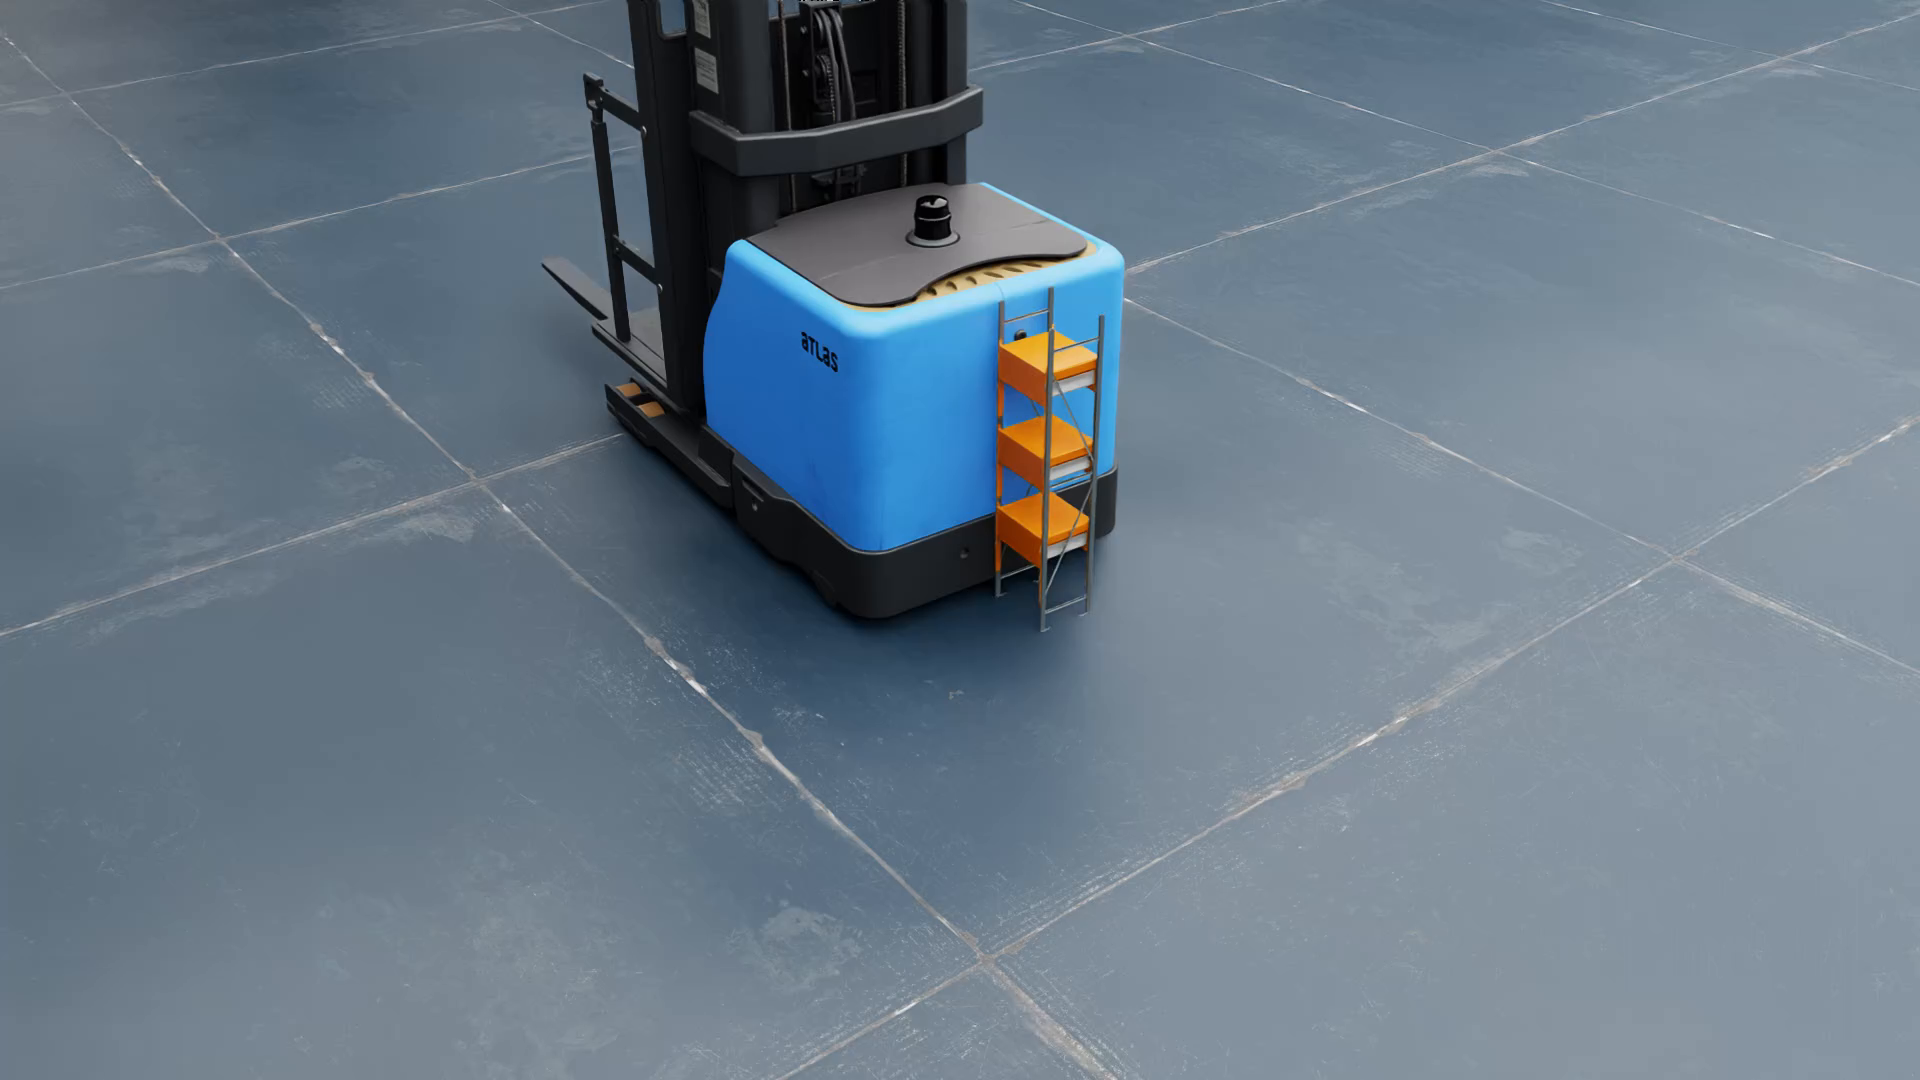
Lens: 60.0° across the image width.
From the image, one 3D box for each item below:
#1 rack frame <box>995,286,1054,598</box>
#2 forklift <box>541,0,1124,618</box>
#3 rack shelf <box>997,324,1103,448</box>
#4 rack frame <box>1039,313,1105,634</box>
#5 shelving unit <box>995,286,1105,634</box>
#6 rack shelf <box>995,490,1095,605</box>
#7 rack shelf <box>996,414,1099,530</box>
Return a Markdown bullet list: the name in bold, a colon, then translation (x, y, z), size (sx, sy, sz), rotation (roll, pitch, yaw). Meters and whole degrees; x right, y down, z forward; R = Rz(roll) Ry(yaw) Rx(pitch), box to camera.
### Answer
- **rack frame**: translation (0.198, -0.286, 5.215), size (0.200, 1.050, 0.008), rotation (-20, 37, -29)
- **forklift**: translation (-0.714, -1.731, 5.759), size (1.130, 2.935, 3.031), rotation (-20, 37, -29)
- **rack shelf**: translation (0.267, -0.464, 4.985), size (0.215, 0.259, 0.240), rotation (-20, 37, -29)
- **rack frame**: translation (0.335, -0.179, 5.043), size (0.200, 1.050, 0.008), rotation (-20, 37, -29)
- **shelving unit**: translation (0.267, -0.232, 5.129), size (0.215, 1.050, 0.252), rotation (-20, 37, -29)
- **rack shelf**: translation (0.267, 0.013, 5.281), size (0.215, 0.259, 0.240), rotation (-20, 37, -29)
- **rack shelf**: translation (0.267, -0.223, 5.135), size (0.215, 0.259, 0.240), rotation (-20, 37, -29)
